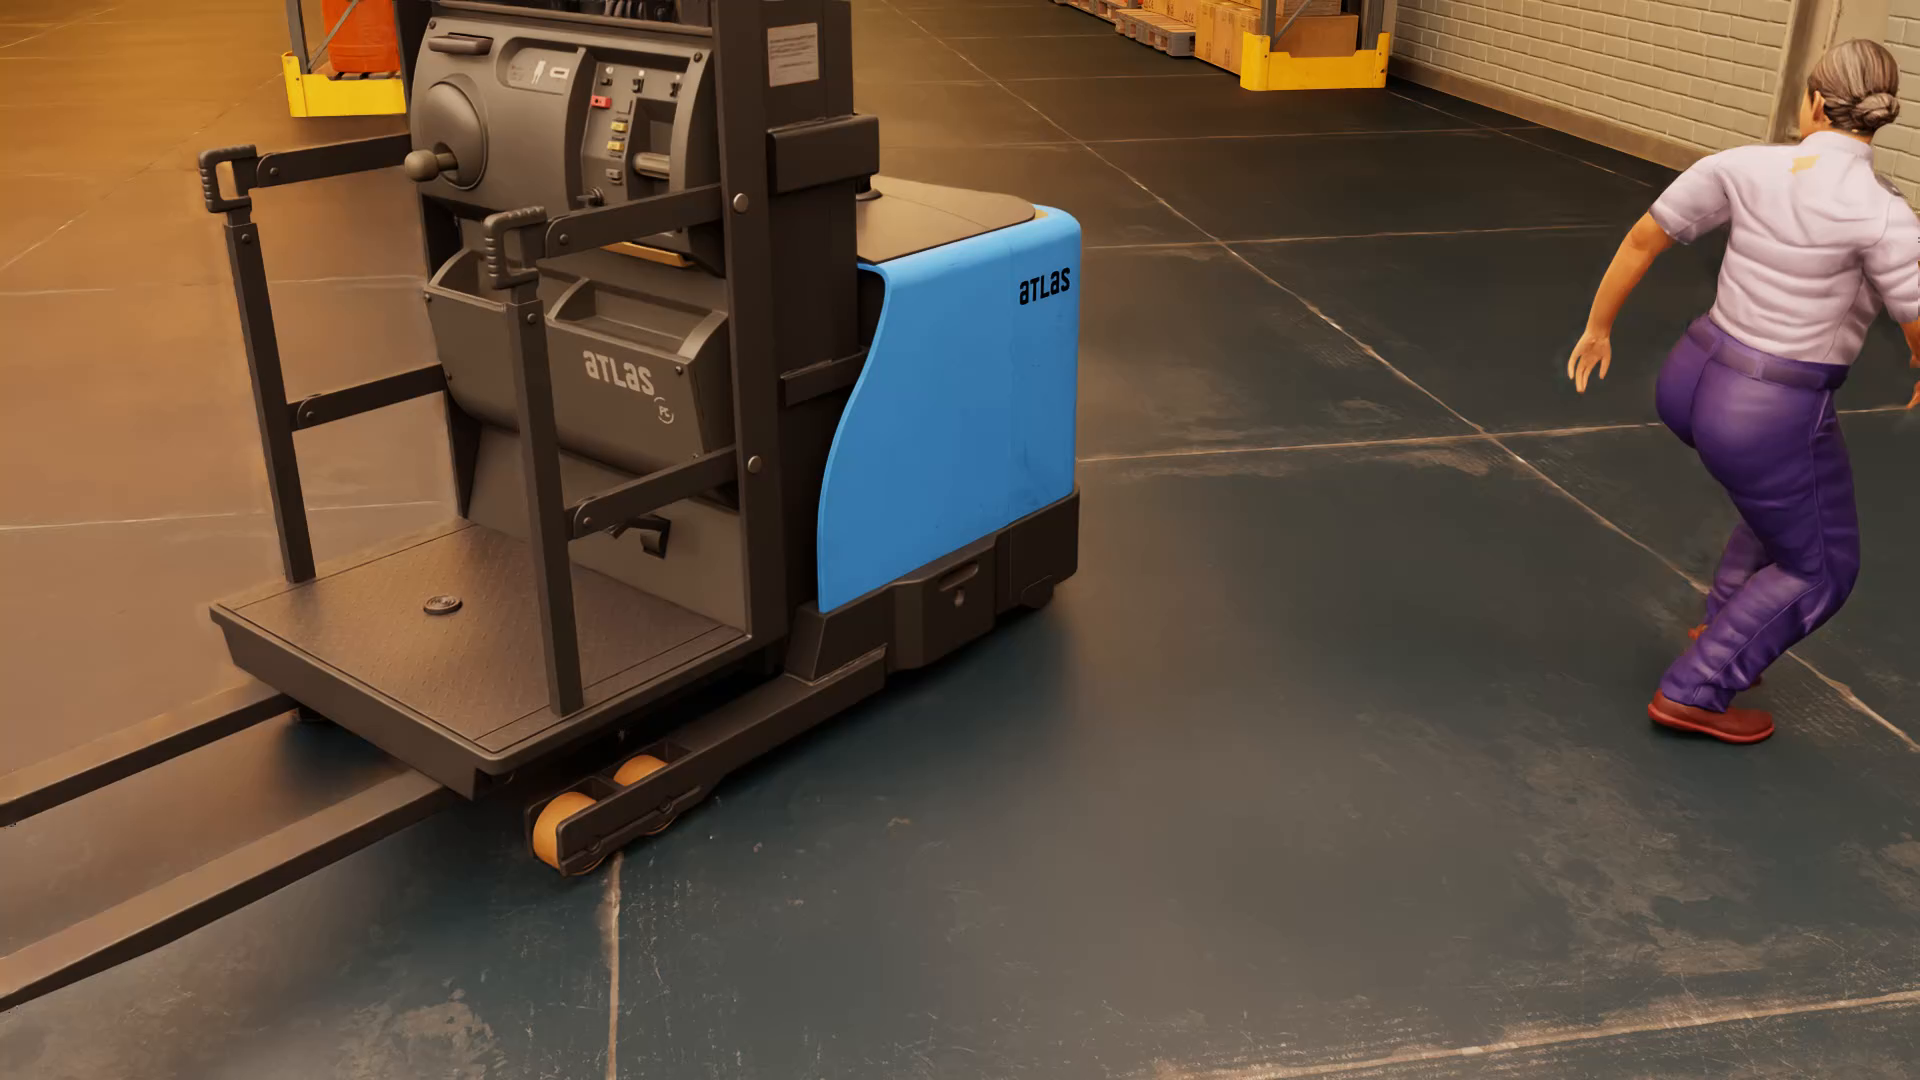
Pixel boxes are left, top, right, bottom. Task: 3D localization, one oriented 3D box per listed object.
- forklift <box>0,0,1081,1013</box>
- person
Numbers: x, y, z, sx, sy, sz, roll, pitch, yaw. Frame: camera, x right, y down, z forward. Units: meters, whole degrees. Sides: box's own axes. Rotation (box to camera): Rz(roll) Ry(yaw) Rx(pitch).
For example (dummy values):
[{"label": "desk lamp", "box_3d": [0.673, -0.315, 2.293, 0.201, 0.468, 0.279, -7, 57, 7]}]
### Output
[{"label": "forklift", "box_3d": [-0.998, -0.880, 3.364, 1.130, 2.935, 3.031, 18, 29, 36]}, {"label": "person", "box_3d": [1.828, -0.283, 3.750, 0.713, 1.633, 0.610, -4, 24, -9]}]
